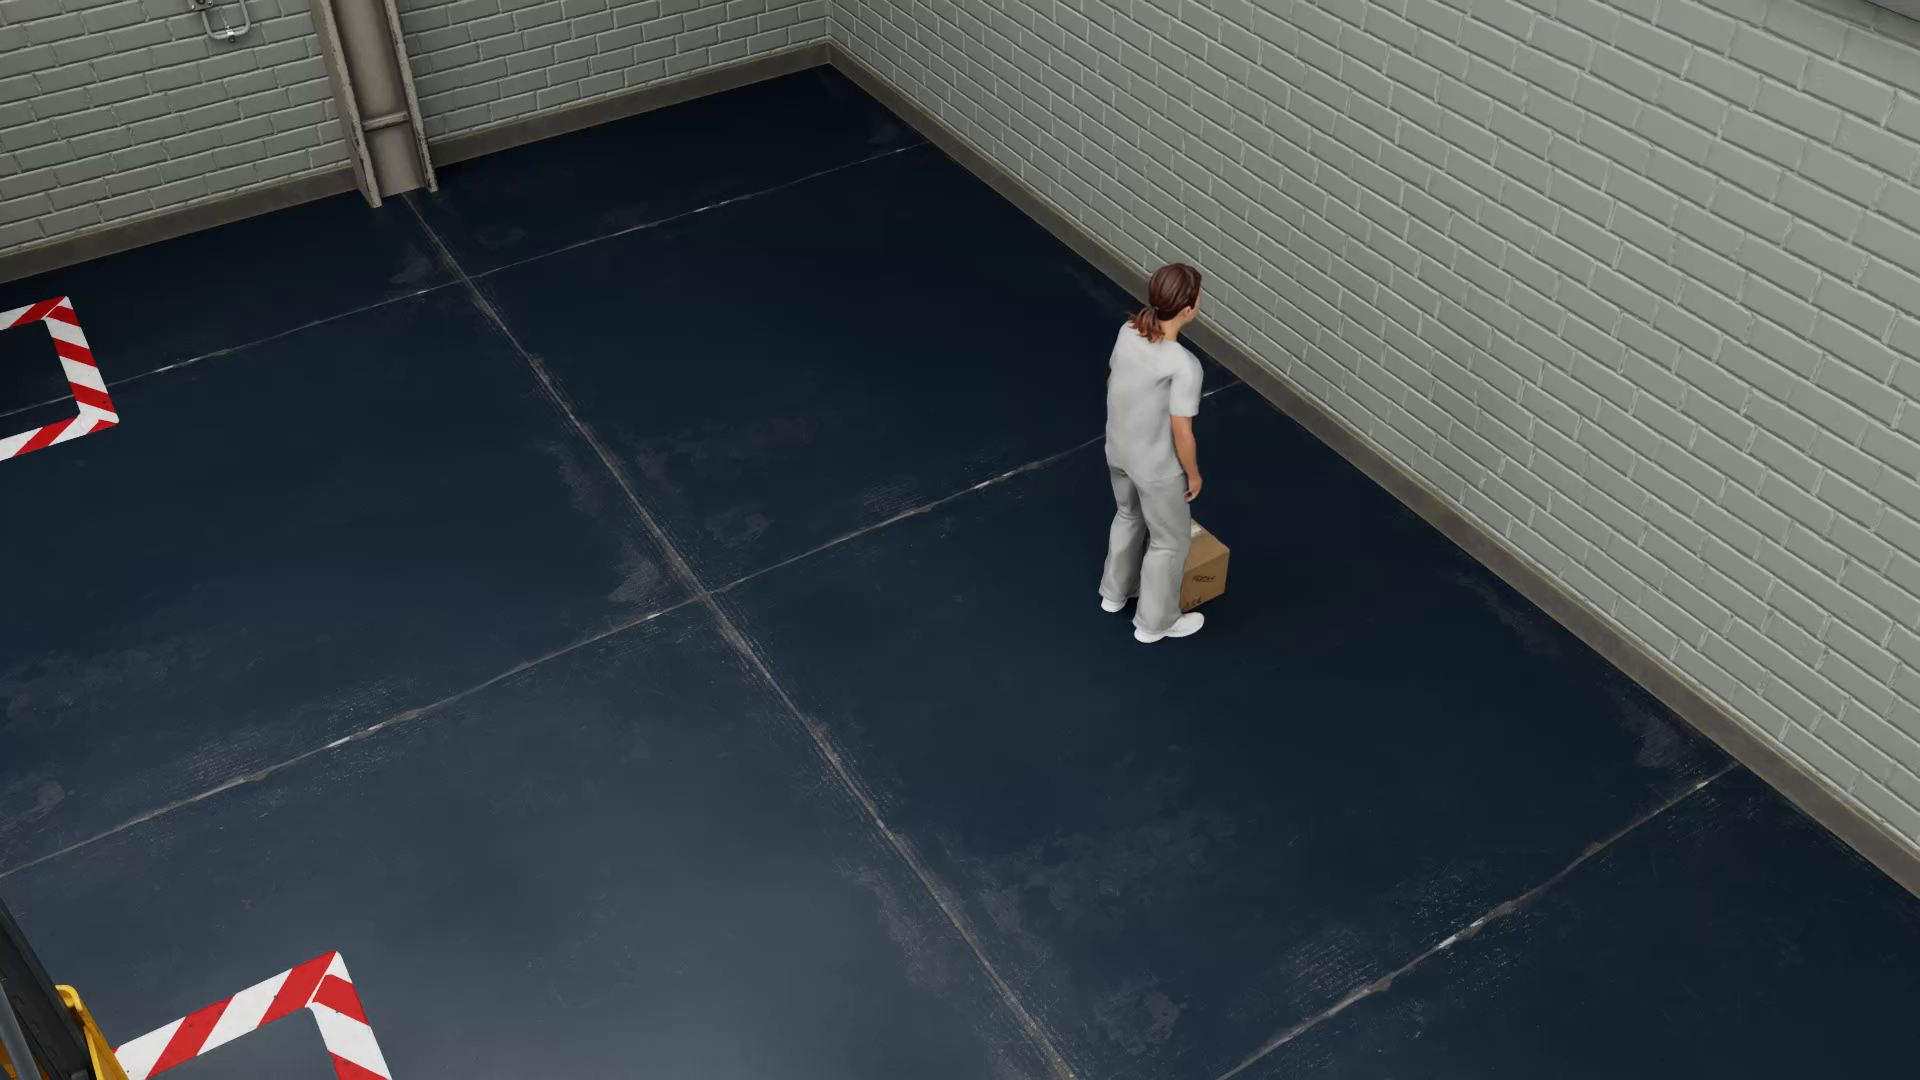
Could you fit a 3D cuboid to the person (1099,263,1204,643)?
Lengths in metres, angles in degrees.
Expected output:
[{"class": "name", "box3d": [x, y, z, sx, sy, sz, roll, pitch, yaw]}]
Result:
[{"class": "person", "box3d": [0.762, -0.330, 6.540, 0.361, 1.672, 0.491, -24, 46, -25]}]
